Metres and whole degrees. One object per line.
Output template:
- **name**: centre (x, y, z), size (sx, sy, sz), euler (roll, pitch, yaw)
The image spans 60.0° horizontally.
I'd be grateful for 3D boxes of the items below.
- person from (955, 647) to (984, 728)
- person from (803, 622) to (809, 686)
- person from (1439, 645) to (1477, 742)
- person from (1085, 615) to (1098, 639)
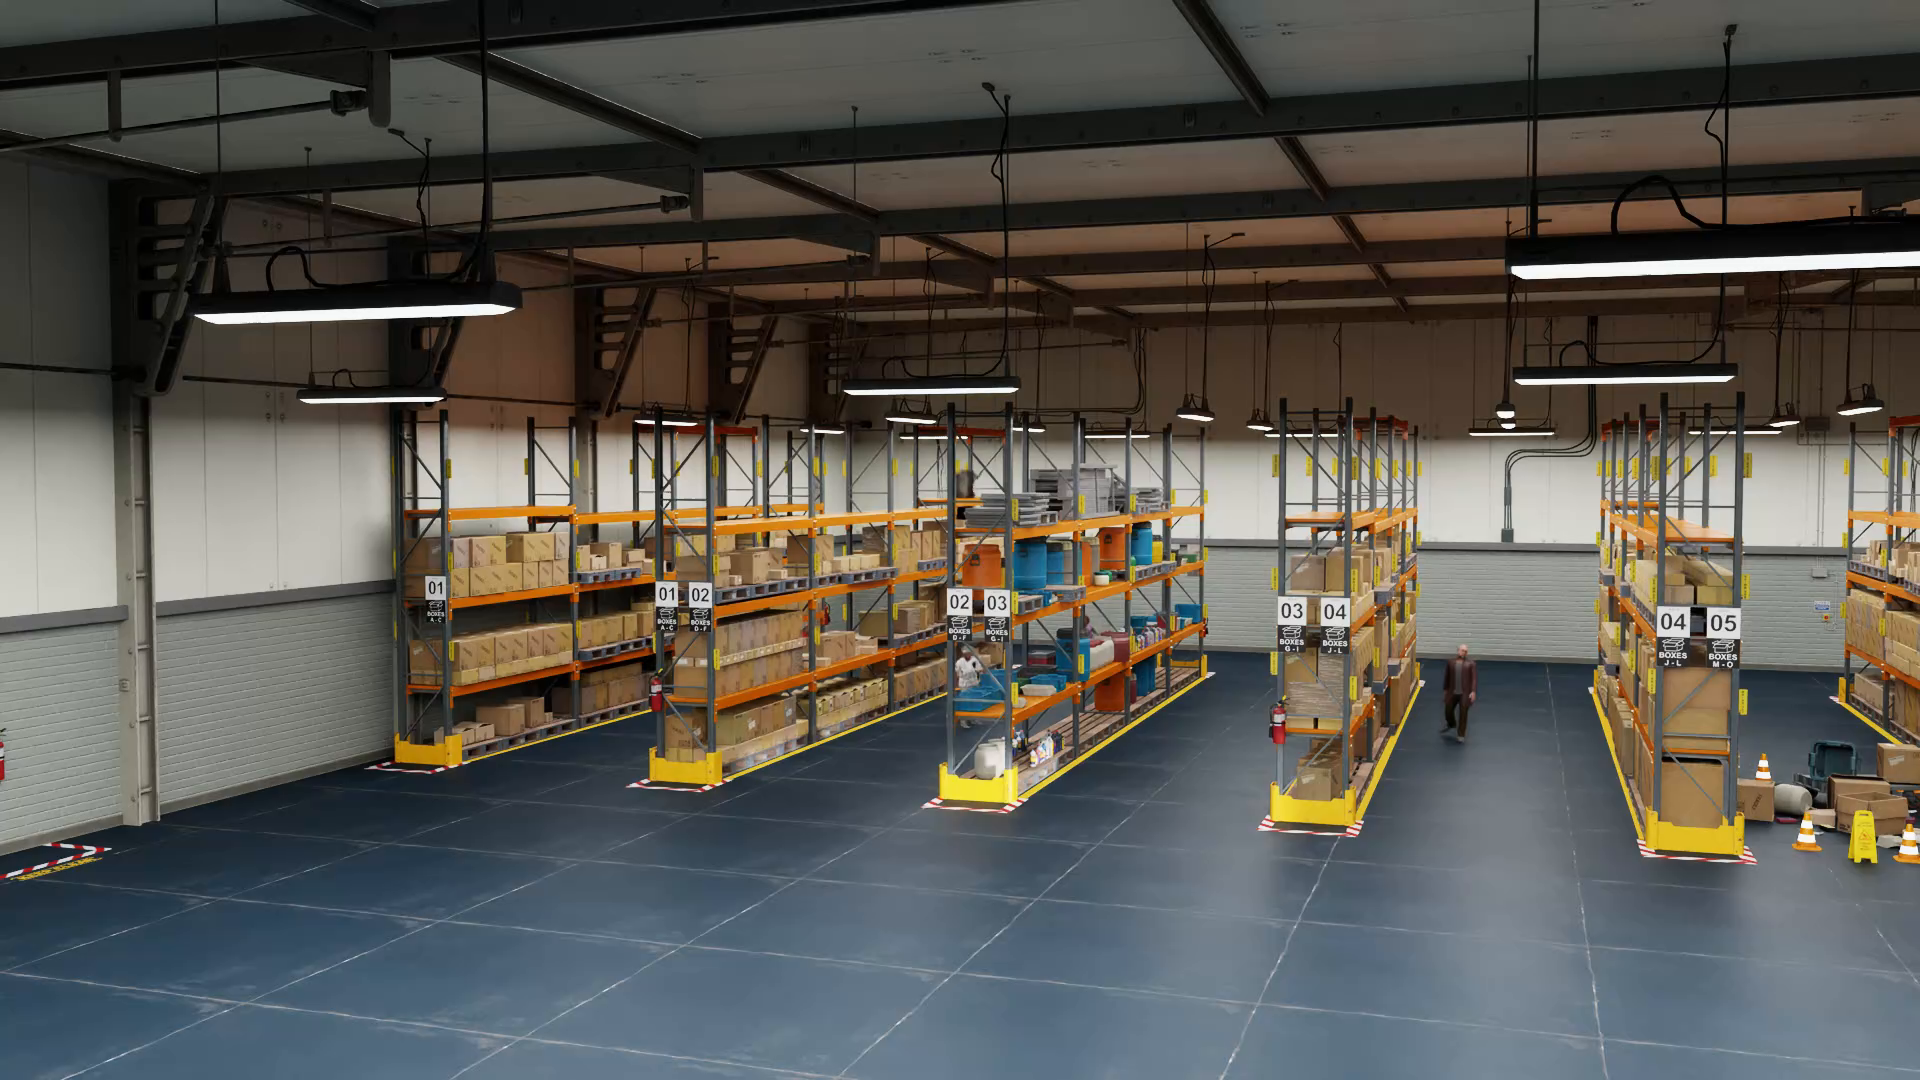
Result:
- **person**: centre (0.204, 2.859, 32.211), size (0.620, 1.644, 0.797), euler (-1, 3, -24)
- **person**: centre (-3.268, 2.613, 36.164), size (0.654, 1.701, 0.930), euler (0, 2, 3)
- **person**: centre (9.168, 2.803, 30.595), size (0.753, 1.770, 0.647), euler (1, 3, 30)
- **person**: centre (2.899, 2.534, 38.425), size (0.543, 1.601, 0.861), euler (1, 3, 18)
